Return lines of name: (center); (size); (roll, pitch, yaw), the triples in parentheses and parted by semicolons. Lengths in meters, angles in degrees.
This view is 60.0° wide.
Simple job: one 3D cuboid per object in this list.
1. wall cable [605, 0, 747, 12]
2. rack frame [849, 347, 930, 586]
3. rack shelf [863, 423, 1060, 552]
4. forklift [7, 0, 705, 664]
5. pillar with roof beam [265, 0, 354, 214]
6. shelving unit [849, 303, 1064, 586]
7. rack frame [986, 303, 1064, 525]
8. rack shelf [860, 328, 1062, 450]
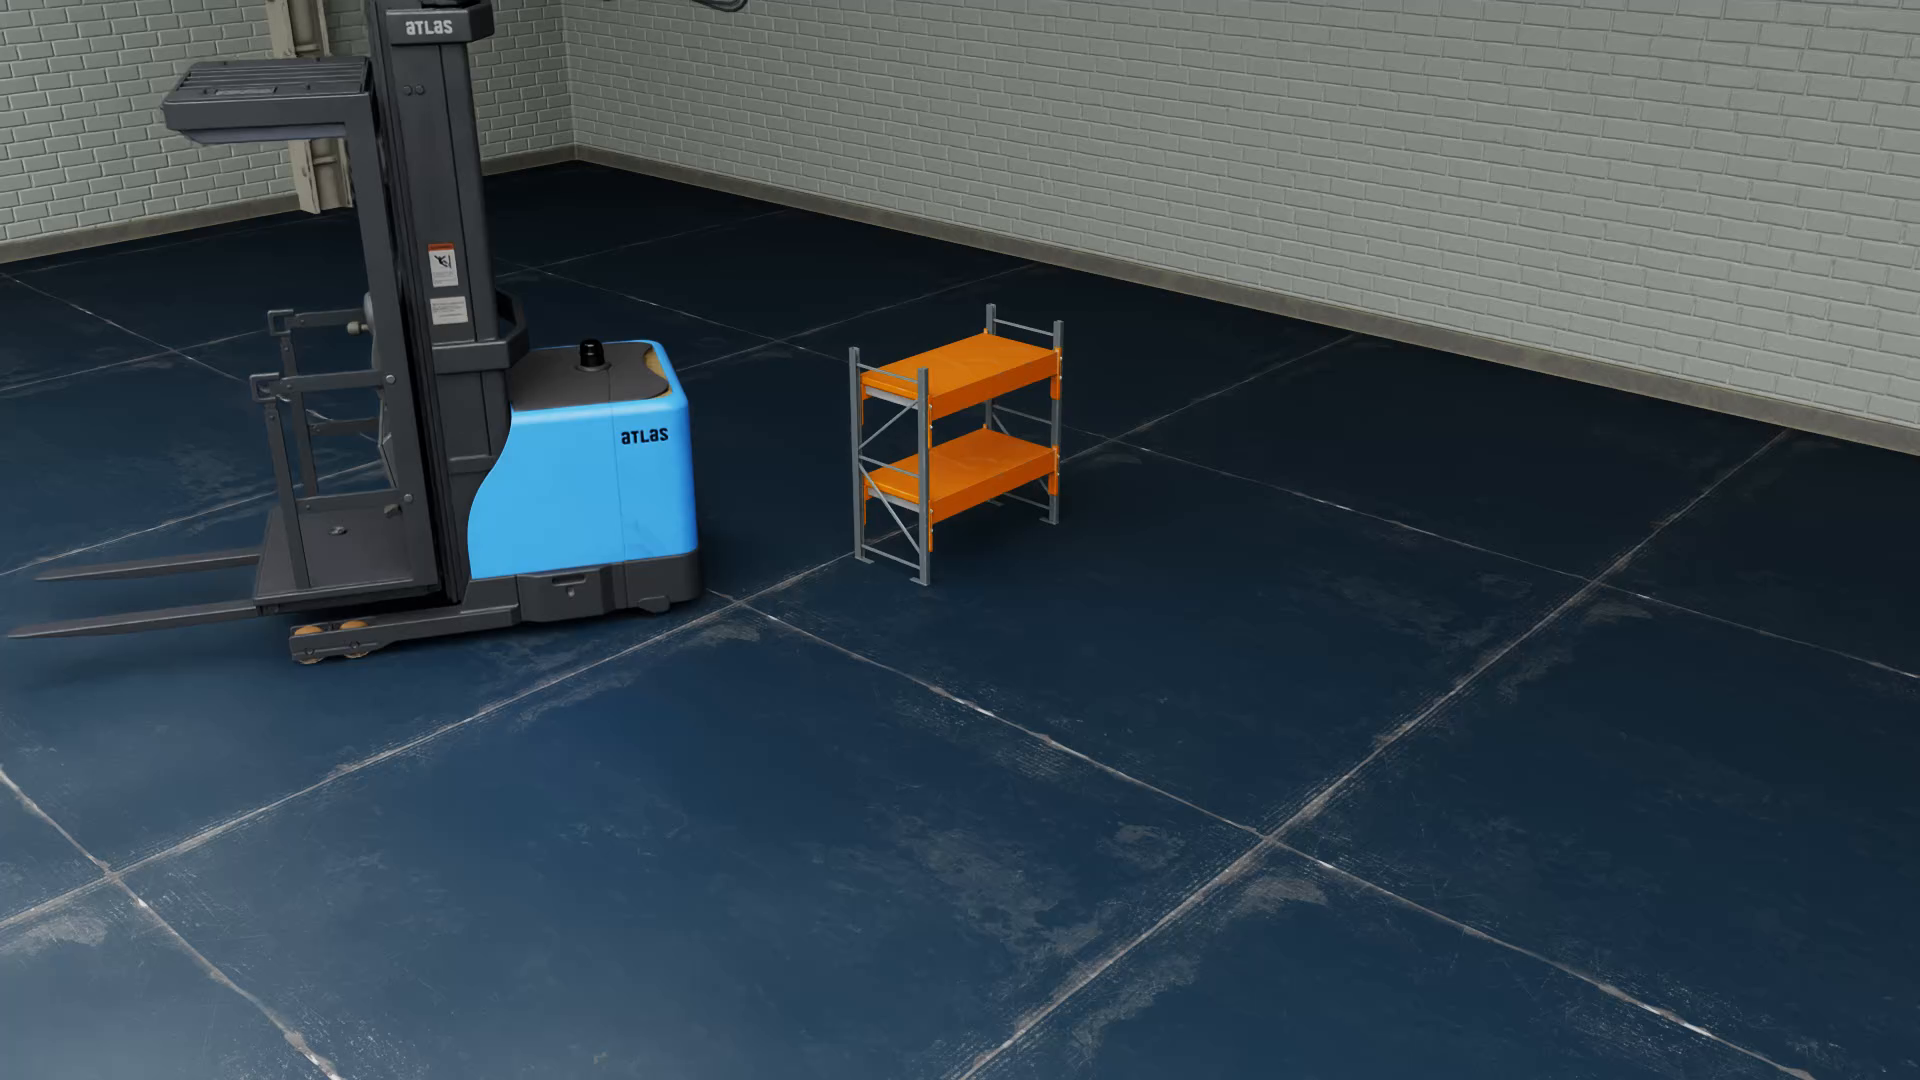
wall cable: (-3.063, -6.380, 15.777); (3.097, 2.526, 0.112); (20, 31, 38)
rack frame: (-0.344, -0.356, 8.170); (0.500, 1.125, 0.032); (20, 31, 38)
rack shelf: (-0.005, -0.288, 8.615); (0.538, 0.278, 1.000); (20, 31, 38)
forklift: (-2.809, -1.020, 7.443); (3.031, 2.935, 1.130); (-7, 25, -15)
pillar with roof beam: (-2.808, -6.085, 11.323); (9.100, 9.000, 0.400); (20, 31, 38)
shelving unit: (-0.005, -0.511, 8.515); (0.538, 1.125, 1.048); (20, 31, 38)
rack frame: (0.335, -0.666, 8.861); (0.500, 1.125, 0.032); (20, 31, 38)
rack shelf: (-0.005, -0.778, 8.396); (0.538, 0.278, 1.000); (20, 31, 38)
